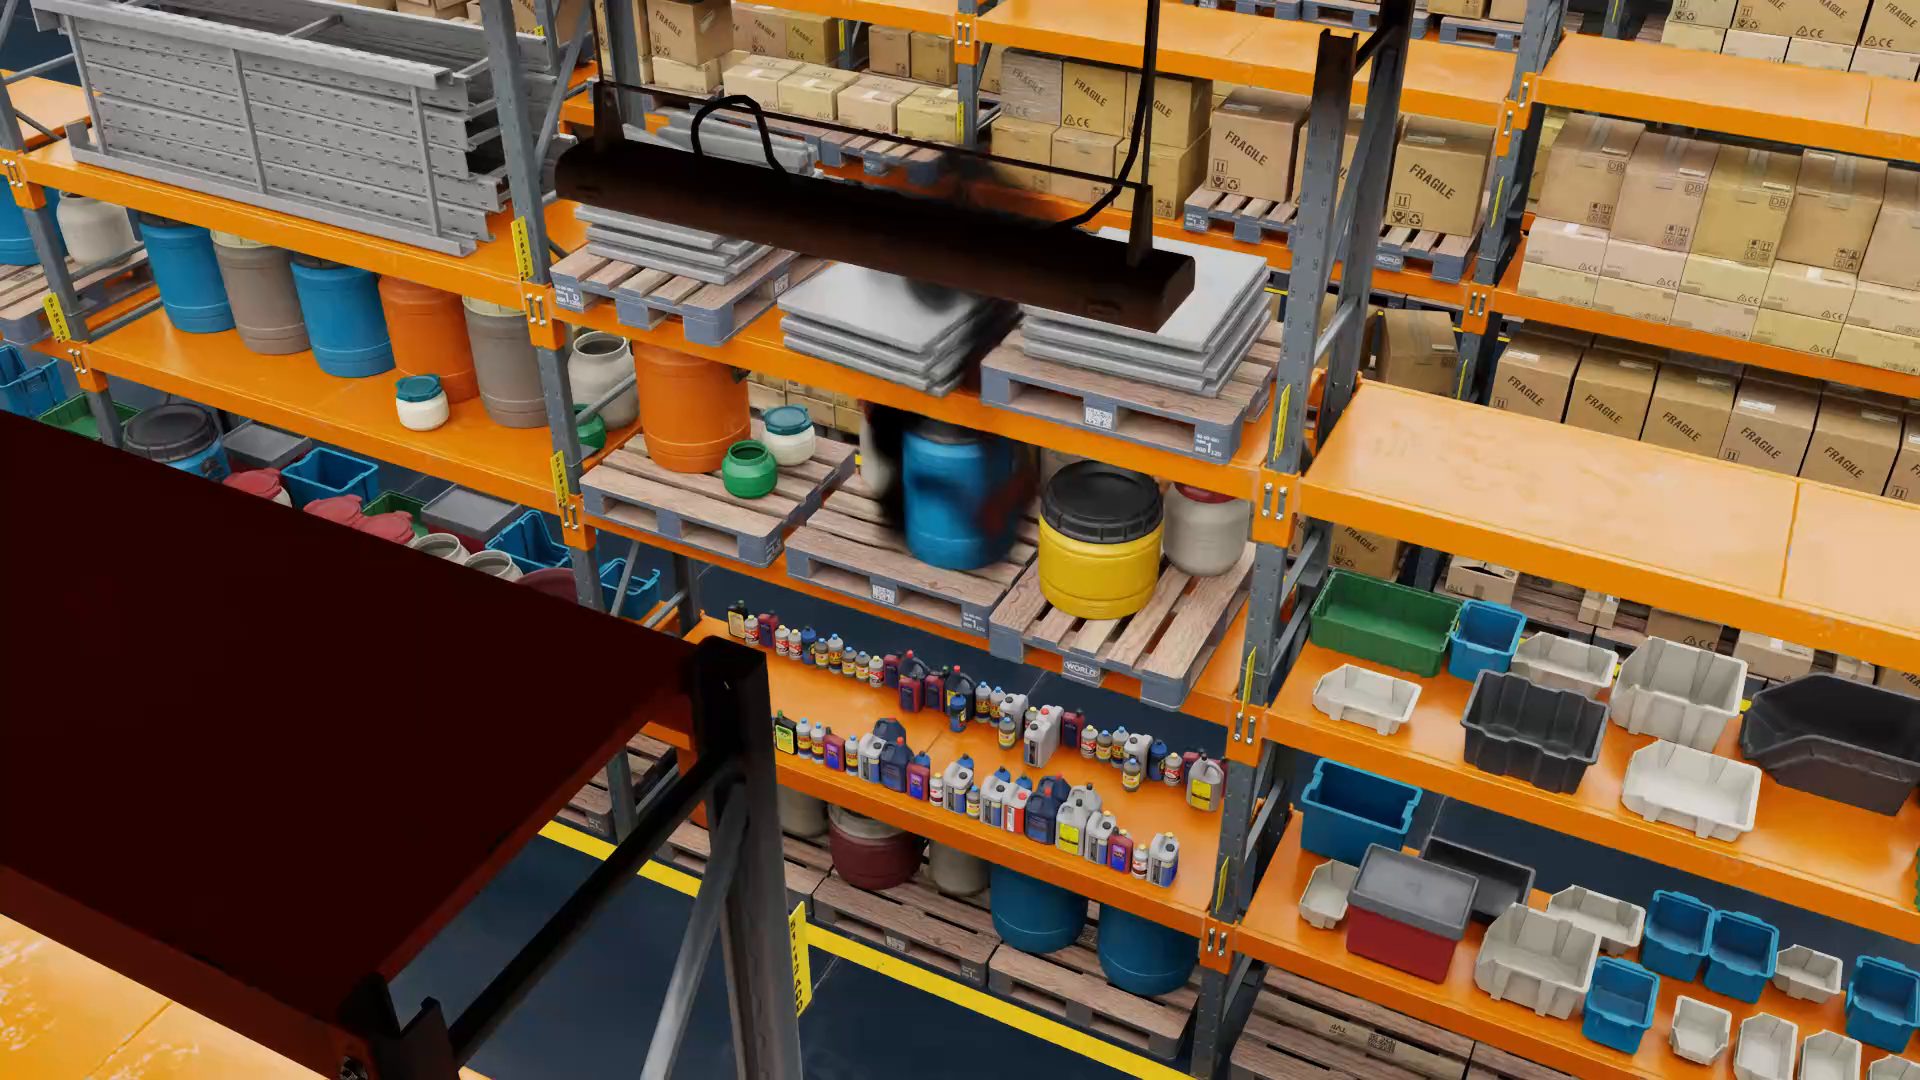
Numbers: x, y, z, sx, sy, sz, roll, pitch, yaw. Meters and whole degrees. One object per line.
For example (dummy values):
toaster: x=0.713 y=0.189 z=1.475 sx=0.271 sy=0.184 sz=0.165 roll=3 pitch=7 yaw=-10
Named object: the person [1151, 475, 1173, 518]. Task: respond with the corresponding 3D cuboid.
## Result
person: x=1.750 y=0.193 z=12.128 sx=0.827 sy=1.684 sz=0.696 roll=0 pitch=35 yaw=1
